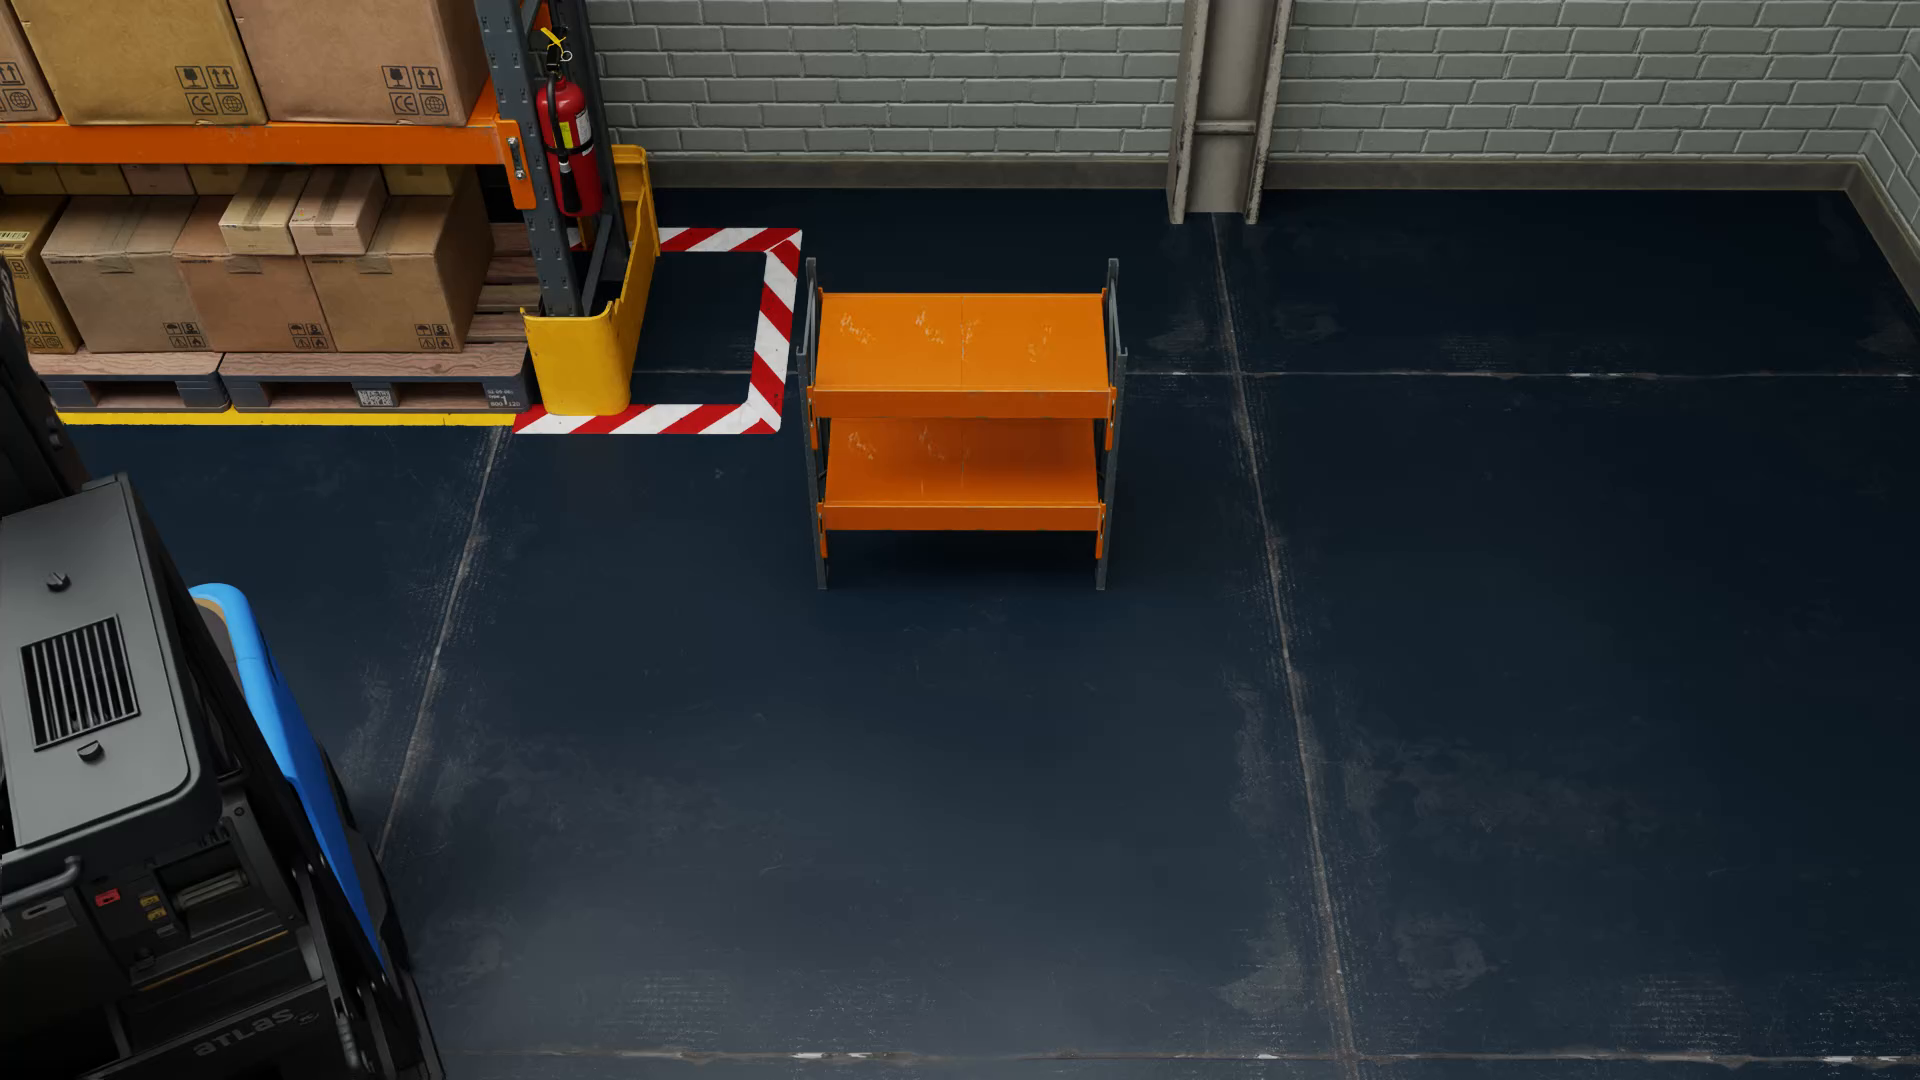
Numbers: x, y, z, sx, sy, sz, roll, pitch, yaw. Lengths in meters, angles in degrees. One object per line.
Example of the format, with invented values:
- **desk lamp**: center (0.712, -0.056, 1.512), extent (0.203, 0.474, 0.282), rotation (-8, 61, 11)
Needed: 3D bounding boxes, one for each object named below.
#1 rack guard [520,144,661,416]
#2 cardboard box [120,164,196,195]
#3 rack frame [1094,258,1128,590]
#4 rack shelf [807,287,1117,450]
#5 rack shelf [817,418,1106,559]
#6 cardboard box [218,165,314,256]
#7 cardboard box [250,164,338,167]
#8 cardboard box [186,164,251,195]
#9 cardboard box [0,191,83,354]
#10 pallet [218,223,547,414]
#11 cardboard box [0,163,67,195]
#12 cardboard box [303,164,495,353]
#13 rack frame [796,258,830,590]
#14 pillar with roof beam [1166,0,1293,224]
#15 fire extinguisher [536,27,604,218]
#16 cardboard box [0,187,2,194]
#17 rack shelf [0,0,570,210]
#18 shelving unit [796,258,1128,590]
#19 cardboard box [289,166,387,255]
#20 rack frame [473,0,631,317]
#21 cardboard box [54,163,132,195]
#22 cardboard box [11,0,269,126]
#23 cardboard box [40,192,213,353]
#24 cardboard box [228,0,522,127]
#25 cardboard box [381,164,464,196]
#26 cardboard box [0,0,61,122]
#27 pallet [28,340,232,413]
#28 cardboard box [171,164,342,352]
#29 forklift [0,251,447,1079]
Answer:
- **rack guard**: center (-1.517, -1.101, 6.933), extent (0.348, 0.500, 1.175), rotation (0, 47, 0)
- **cardboard box**: center (-3.127, -1.542, 6.614), extent (0.250, 0.149, 0.380), rotation (1, 47, 1)
- **rack frame**: center (0.515, -0.382, 5.837), extent (0.032, 1.125, 0.500), rotation (0, 47, 0)
- **rack shelf**: center (0.007, -0.583, 5.624), extent (1.000, 0.278, 0.538), rotation (0, 47, 0)
- **rack shelf**: center (0.007, -0.217, 6.017), extent (1.000, 0.278, 0.538), rotation (0, 47, 0)
- **cardboard box**: center (-2.626, -1.261, 6.352), extent (0.250, 0.149, 0.380), rotation (1, 47, 1)
- **cardboard box**: center (-2.622, -1.541, 6.612), extent (0.250, 0.149, 0.380), rotation (0, 47, 0)
- **cardboard box**: center (-2.873, -1.542, 6.613), extent (0.250, 0.149, 0.380), rotation (1, 47, 0)
- **cardboard box**: center (-3.778, -1.171, 6.712), extent (0.500, 0.500, 0.700), rotation (1, 47, 1)
- **pallet**: center (-2.341, -0.947, 6.988), extent (1.213, 0.211, 1.003), rotation (0, 47, 0)
- **cardboard box**: center (-3.637, -1.543, 6.615), extent (0.250, 0.149, 0.380), rotation (-1, 47, -1)
- **cardboard box**: center (-2.242, -1.173, 6.713), extent (0.500, 0.500, 0.700), rotation (0, 47, 0)
- **rack frame**: center (-0.502, -0.385, 5.840), extent (0.032, 1.125, 0.500), rotation (0, 47, 0)
- **pillar with roof beam**: center (1.146, -1.471, 1.472), extent (0.400, 9.000, 9.100), rotation (0, 47, 0)
- **fire extinguisher**: center (-1.392, -1.461, 5.868), extent (0.183, 0.674, 0.296), rotation (0, 47, 0)
- **cardboard box**: center (-3.895, -1.543, 6.615), extent (0.250, 0.149, 0.380), rotation (1, 47, 1)
- **rack shelf**: center (-3.541, -1.713, 6.287), extent (4.000, 0.370, 1.077), rotation (0, 47, 0)
- **shelving unit**: center (0.007, -0.383, 5.838), extent (1.048, 1.125, 0.538), rotation (0, 47, 0)
- **cardboard box**: center (-2.371, -1.261, 6.352), extent (0.250, 0.149, 0.380), rotation (0, 47, 0)
- **rack frame**: center (-1.541, -1.953, 6.018), extent (0.127, 3.000, 1.000), rotation (0, 47, 0)
- **cardboard box**: center (-3.384, -1.542, 6.614), extent (0.250, 0.149, 0.380), rotation (1, 47, 1)
- **cardboard box**: center (-2.779, -2.043, 5.897), extent (0.700, 0.700, 0.980), rotation (0, 47, 0)
- **cardboard box**: center (-3.245, -1.175, 6.715), extent (0.500, 0.500, 0.700), rotation (-1, 47, -1)
- **cardboard box**: center (-2.051, -2.049, 5.903), extent (0.700, 0.700, 0.980), rotation (2, 47, 2)
- **cardboard box**: center (-2.116, -1.540, 6.612), extent (0.250, 0.149, 0.380), rotation (0, 47, 0)
- **cardboard box**: center (-3.541, -2.052, 5.905), extent (0.700, 0.700, 0.980), rotation (-2, 47, -2)
- **pallet**: center (-3.558, -0.953, 6.993), extent (1.213, 0.211, 1.003), rotation (0, 47, 0)
- **cardboard box**: center (-2.742, -1.174, 6.714), extent (0.500, 0.500, 0.700), rotation (0, 47, 0)
- **forklift**: center (-1.827, 0.954, 3.359), extent (1.130, 2.935, 3.031), rotation (-21, 50, -18)
